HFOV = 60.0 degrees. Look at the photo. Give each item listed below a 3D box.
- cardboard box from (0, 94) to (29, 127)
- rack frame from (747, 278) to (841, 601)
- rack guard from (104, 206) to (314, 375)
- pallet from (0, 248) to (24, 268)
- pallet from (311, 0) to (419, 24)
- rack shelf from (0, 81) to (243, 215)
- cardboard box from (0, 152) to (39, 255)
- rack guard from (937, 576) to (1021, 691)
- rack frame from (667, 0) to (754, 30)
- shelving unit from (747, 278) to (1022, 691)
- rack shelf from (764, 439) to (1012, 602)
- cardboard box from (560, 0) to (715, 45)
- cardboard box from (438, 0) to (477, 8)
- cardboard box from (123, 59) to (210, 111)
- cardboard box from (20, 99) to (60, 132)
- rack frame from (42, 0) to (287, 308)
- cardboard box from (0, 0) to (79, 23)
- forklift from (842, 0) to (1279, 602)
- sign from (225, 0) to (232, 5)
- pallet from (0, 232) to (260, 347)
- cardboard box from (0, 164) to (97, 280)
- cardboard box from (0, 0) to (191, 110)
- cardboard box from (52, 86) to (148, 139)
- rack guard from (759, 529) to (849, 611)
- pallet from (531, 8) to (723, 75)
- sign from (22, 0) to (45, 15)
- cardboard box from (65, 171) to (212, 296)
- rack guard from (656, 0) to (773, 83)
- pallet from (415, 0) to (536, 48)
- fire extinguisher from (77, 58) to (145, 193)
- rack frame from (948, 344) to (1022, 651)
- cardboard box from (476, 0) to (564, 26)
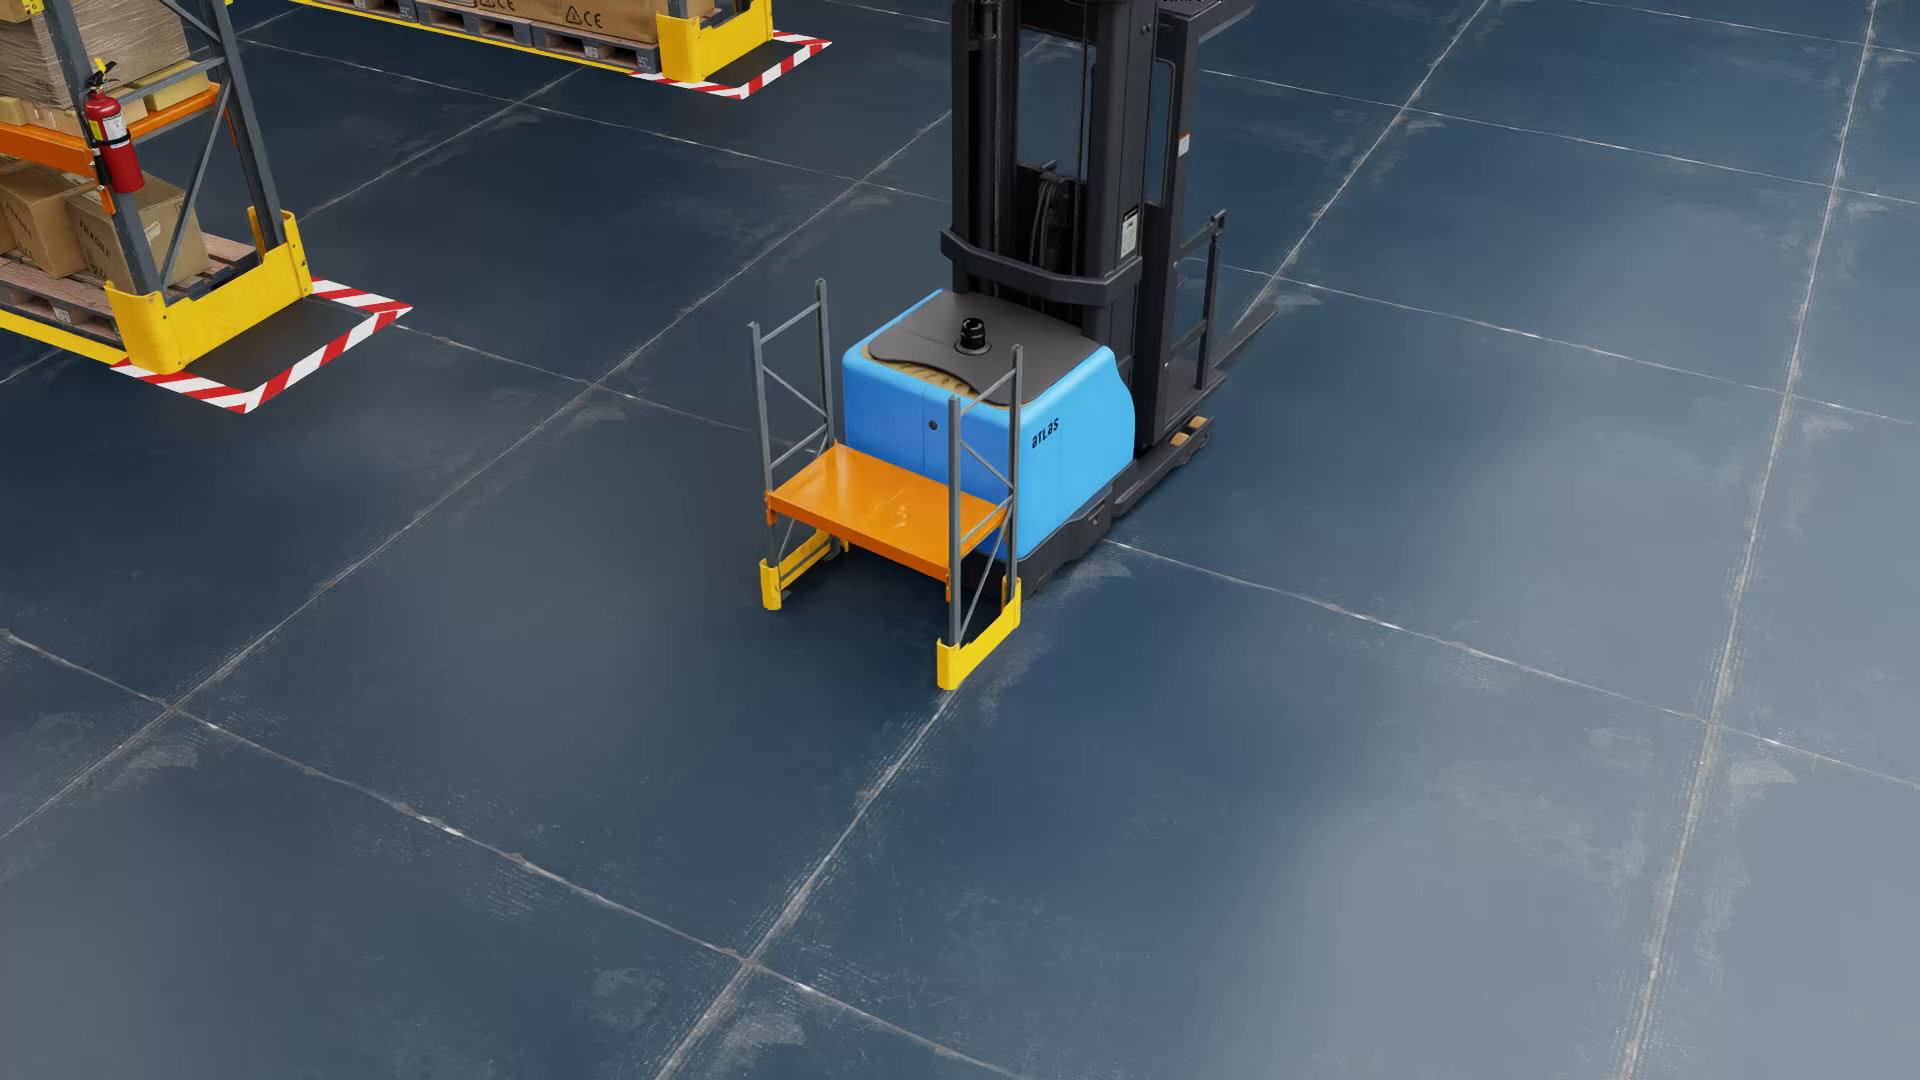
[{"bbox_3d":[-5.144,-2.443,9.196,0.250,0.149,0.380,17,41,21],"label":"cardboard box"},{"bbox_3d":[-0.739,-0.420,7.562,0.032,1.500,0.500,22,42,26],"label":"rack frame"},{"bbox_3d":[-4.396,-1.489,9.798,0.348,0.500,1.175,17,41,21],"label":"rack guard"},{"bbox_3d":[-6.181,-1.958,10.655,1.213,0.211,1.003,17,41,21],"label":"pallet"},{"bbox_3d":[-4.871,-4.846,14.460,1.213,0.211,1.003,17,41,21],"label":"pallet"},{"bbox_3d":[-6.105,-2.733,9.964,4.000,0.370,1.077,17,41,21],"label":"rack shelf"},{"bbox_3d":[-5.969,-2.149,10.321,0.500,0.500,0.500,21,42,26],"label":"cardboard box"},{"bbox_3d":[0.089,0.415,7.497,0.087,0.250,0.587,22,42,26],"label":"rack guard"},{"bbox_3d":[-1.958,-5.098,12.485,0.127,3.000,1.000,17,41,21],"label":"rack frame"},{"bbox_3d":[-0.325,-0.251,7.340,1.083,1.500,0.587,22,42,26],"label":"shelving unit"},{"bbox_3d":[-0.317,-0.105,7.445,1.000,0.185,0.538,22,42,26],"label":"rack shelf"},{"bbox_3d":[-2.590,-4.572,13.202,0.875,0.875,0.875,18,41,22],"label":"cardboard box"},{"bbox_3d":[-4.181,-5.070,13.858,0.875,0.875,0.875,18,41,22],"label":"cardboard box"},{"bbox_3d":[-4.472,-2.570,9.363,0.250,0.149,0.380,17,41,21],"label":"cardboard box"},{"bbox_3d":[-4.898,-2.401,9.140,0.250,0.149,0.380,17,41,21],"label":"cardboard box"},{"bbox_3d":[-4.329,-2.463,9.014,0.127,3.000,1.000,17,41,21],"label":"rack frame"},{"bbox_3d":[-4.931,-3.040,8.618,0.500,0.500,0.500,17,41,21],"label":"cardboard box"},{"bbox_3d":[0.705,-1.721,8.093,1.130,2.935,3.031,23,43,27],"label":"forklift"},{"bbox_3d":[-4.079,-3.099,9.136,0.005,0.325,0.100,17,41,21],"label":"sign"},{"bbox_3d":[-5.101,-1.618,10.208,1.213,0.211,1.003,17,41,21],"label":"pallet"},{"bbox_3d":[-5.422,-1.965,10.078,0.500,0.500,0.500,29,46,33],"label":"cardboard box"},{"bbox_3d":[-4.804,-2.789,9.115,0.500,0.500,0.875,17,41,21],"label":"cardboard box"},{"bbox_3d":[-4.677,-2.331,9.048,0.250,0.149,0.380,17,41,21],"label":"cardboard box"},{"bbox_3d":[-0.738,0.079,7.940,0.087,0.250,0.587,22,42,26],"label":"rack guard"},{"bbox_3d":[-2.704,-4.168,13.566,1.213,0.211,1.003,17,41,21],"label":"pallet"},{"bbox_3d":[-4.602,-2.758,8.183,0.005,0.325,0.100,17,41,21],"label":"sign"},{"bbox_3d":[-4.875,-1.817,9.883,0.500,0.500,0.500,25,44,29],"label":"cardboard box"},{"bbox_3d":[-1.937,-4.096,13.232,0.348,0.500,1.175,17,41,21],"label":"rack guard"},{"bbox_3d":[-3.783,-4.507,14.014,1.213,0.211,1.003,17,41,21],"label":"pallet"},{"bbox_3d":[-4.439,-2.153,8.670,0.183,0.674,0.296,17,41,21],"label":"fire extinguisher"},{"bbox_3d":[0.105,-0.077,7.111,0.032,1.500,0.500,22,42,26],"label":"rack frame"},{"bbox_3d":[-3.373,-4.816,13.523,0.875,0.875,0.875,17,40,21],"label":"cardboard box"}]
